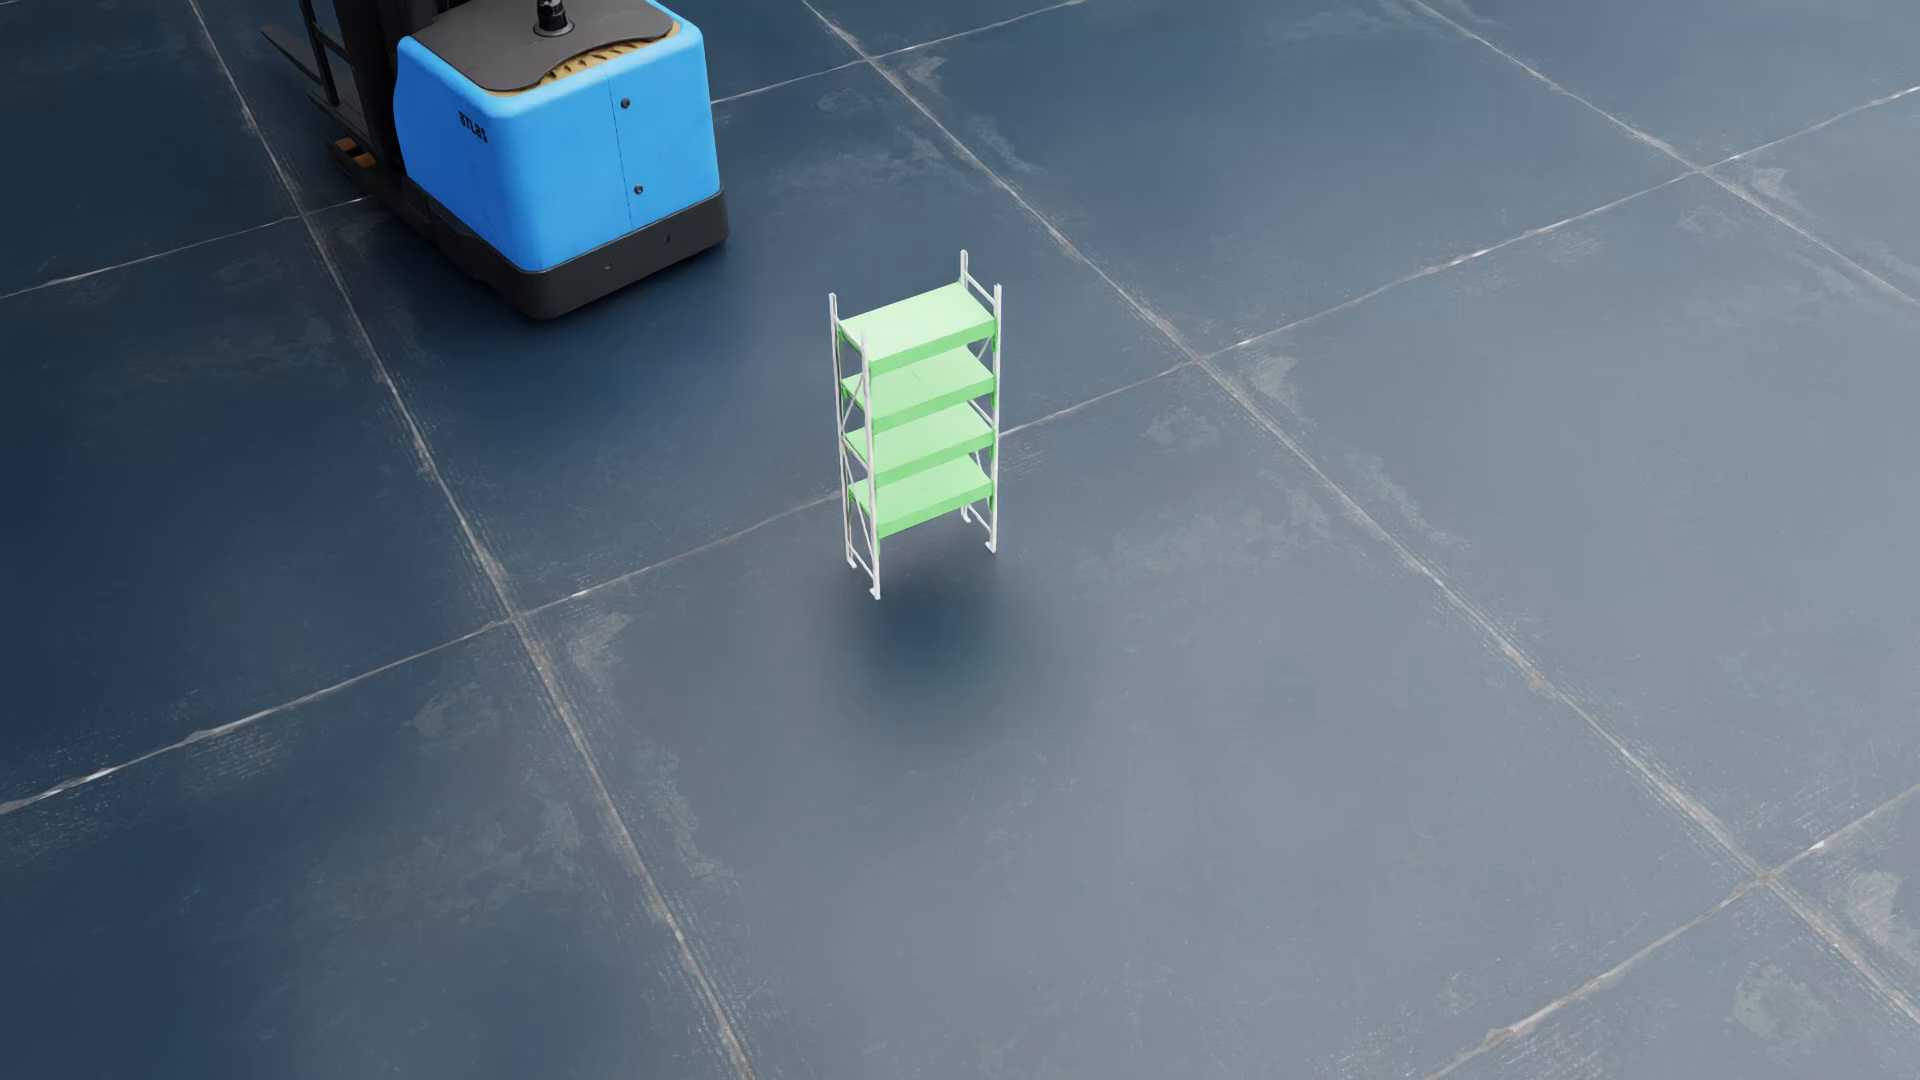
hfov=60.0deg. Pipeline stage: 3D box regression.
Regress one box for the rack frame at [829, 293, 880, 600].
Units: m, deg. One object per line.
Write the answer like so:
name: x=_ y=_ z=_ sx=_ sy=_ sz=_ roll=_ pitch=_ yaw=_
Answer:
rack frame: x=-0.355 y=-0.288 z=5.686 sx=0.015 sy=1.200 sz=0.240 roll=-22 pitch=48 yaw=-21

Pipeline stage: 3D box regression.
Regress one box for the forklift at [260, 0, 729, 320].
forklift: x=-2.409 y=-2.944 z=7.179 sx=1.130 sy=2.935 sz=3.031 roll=-32 pitch=52 yaw=-28

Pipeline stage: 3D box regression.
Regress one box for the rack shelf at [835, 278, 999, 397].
rack shelf: x=-0.144 y=-0.672 z=5.483 sx=0.480 sy=0.148 sz=0.258 roll=-22 pitch=48 yaw=-21

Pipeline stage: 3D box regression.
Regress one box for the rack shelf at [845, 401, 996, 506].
rack shelf: x=-0.144 y=-0.327 z=5.817 sx=0.480 sy=0.148 sz=0.258 roll=-22 pitch=48 yaw=-21

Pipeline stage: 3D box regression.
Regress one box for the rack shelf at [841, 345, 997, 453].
rack shelf: x=-0.144 y=-0.500 z=5.650 sx=0.480 sy=0.148 sz=0.258 roll=-22 pitch=48 yaw=-21

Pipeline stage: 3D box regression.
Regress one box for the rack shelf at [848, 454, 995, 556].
rack shelf: x=-0.144 y=-0.155 z=5.985 sx=0.480 sy=0.148 sz=0.258 roll=-22 pitch=48 yaw=-21

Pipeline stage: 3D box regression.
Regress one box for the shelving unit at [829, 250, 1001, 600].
shelving unit: x=-0.144 y=-0.373 z=5.773 sx=0.503 sy=1.200 sz=0.258 roll=-22 pitch=48 yaw=-21

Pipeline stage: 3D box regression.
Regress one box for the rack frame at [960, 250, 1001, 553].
rack frame: x=0.068 y=-0.458 z=5.860 sx=0.015 sy=1.200 sz=0.240 roll=-22 pitch=48 yaw=-21
